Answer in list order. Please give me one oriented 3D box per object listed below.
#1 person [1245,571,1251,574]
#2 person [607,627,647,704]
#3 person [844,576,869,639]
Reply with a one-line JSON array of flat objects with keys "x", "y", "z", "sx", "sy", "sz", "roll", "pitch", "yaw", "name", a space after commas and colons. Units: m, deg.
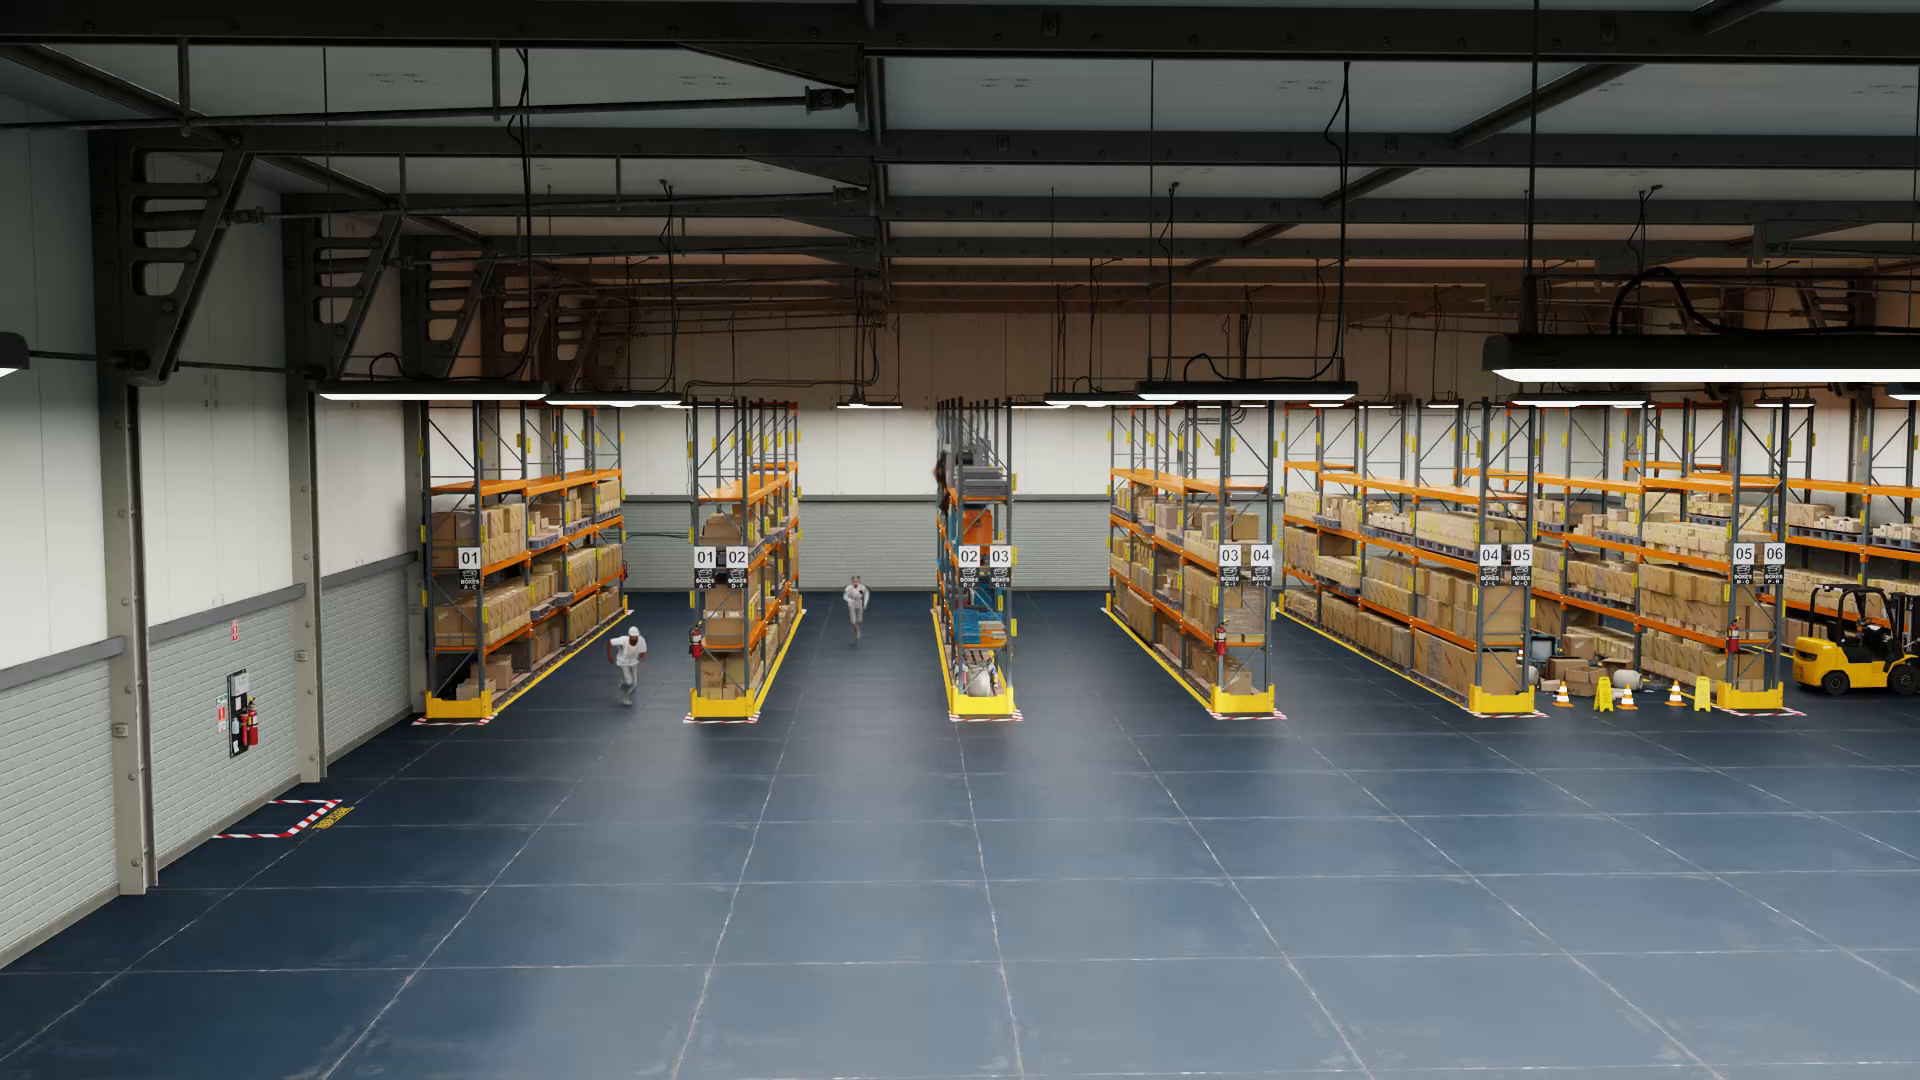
[{"x": 8.155, "y": 1.231, "z": 47.473, "sx": 0.612, "sy": 1.678, "sz": 0.682, "roll": 1, "pitch": 5, "yaw": 14, "name": "person"}, {"x": -6.450, "y": 2.445, "z": 32.232, "sx": 0.735, "sy": 1.578, "sz": 0.839, "roll": -3, "pitch": 5, "yaw": -33, "name": "person"}, {"x": -2.483, "y": 1.603, "z": 39.868, "sx": 0.604, "sy": 1.542, "sz": 0.671, "roll": 0, "pitch": 4, "yaw": -3, "name": "person"}]
